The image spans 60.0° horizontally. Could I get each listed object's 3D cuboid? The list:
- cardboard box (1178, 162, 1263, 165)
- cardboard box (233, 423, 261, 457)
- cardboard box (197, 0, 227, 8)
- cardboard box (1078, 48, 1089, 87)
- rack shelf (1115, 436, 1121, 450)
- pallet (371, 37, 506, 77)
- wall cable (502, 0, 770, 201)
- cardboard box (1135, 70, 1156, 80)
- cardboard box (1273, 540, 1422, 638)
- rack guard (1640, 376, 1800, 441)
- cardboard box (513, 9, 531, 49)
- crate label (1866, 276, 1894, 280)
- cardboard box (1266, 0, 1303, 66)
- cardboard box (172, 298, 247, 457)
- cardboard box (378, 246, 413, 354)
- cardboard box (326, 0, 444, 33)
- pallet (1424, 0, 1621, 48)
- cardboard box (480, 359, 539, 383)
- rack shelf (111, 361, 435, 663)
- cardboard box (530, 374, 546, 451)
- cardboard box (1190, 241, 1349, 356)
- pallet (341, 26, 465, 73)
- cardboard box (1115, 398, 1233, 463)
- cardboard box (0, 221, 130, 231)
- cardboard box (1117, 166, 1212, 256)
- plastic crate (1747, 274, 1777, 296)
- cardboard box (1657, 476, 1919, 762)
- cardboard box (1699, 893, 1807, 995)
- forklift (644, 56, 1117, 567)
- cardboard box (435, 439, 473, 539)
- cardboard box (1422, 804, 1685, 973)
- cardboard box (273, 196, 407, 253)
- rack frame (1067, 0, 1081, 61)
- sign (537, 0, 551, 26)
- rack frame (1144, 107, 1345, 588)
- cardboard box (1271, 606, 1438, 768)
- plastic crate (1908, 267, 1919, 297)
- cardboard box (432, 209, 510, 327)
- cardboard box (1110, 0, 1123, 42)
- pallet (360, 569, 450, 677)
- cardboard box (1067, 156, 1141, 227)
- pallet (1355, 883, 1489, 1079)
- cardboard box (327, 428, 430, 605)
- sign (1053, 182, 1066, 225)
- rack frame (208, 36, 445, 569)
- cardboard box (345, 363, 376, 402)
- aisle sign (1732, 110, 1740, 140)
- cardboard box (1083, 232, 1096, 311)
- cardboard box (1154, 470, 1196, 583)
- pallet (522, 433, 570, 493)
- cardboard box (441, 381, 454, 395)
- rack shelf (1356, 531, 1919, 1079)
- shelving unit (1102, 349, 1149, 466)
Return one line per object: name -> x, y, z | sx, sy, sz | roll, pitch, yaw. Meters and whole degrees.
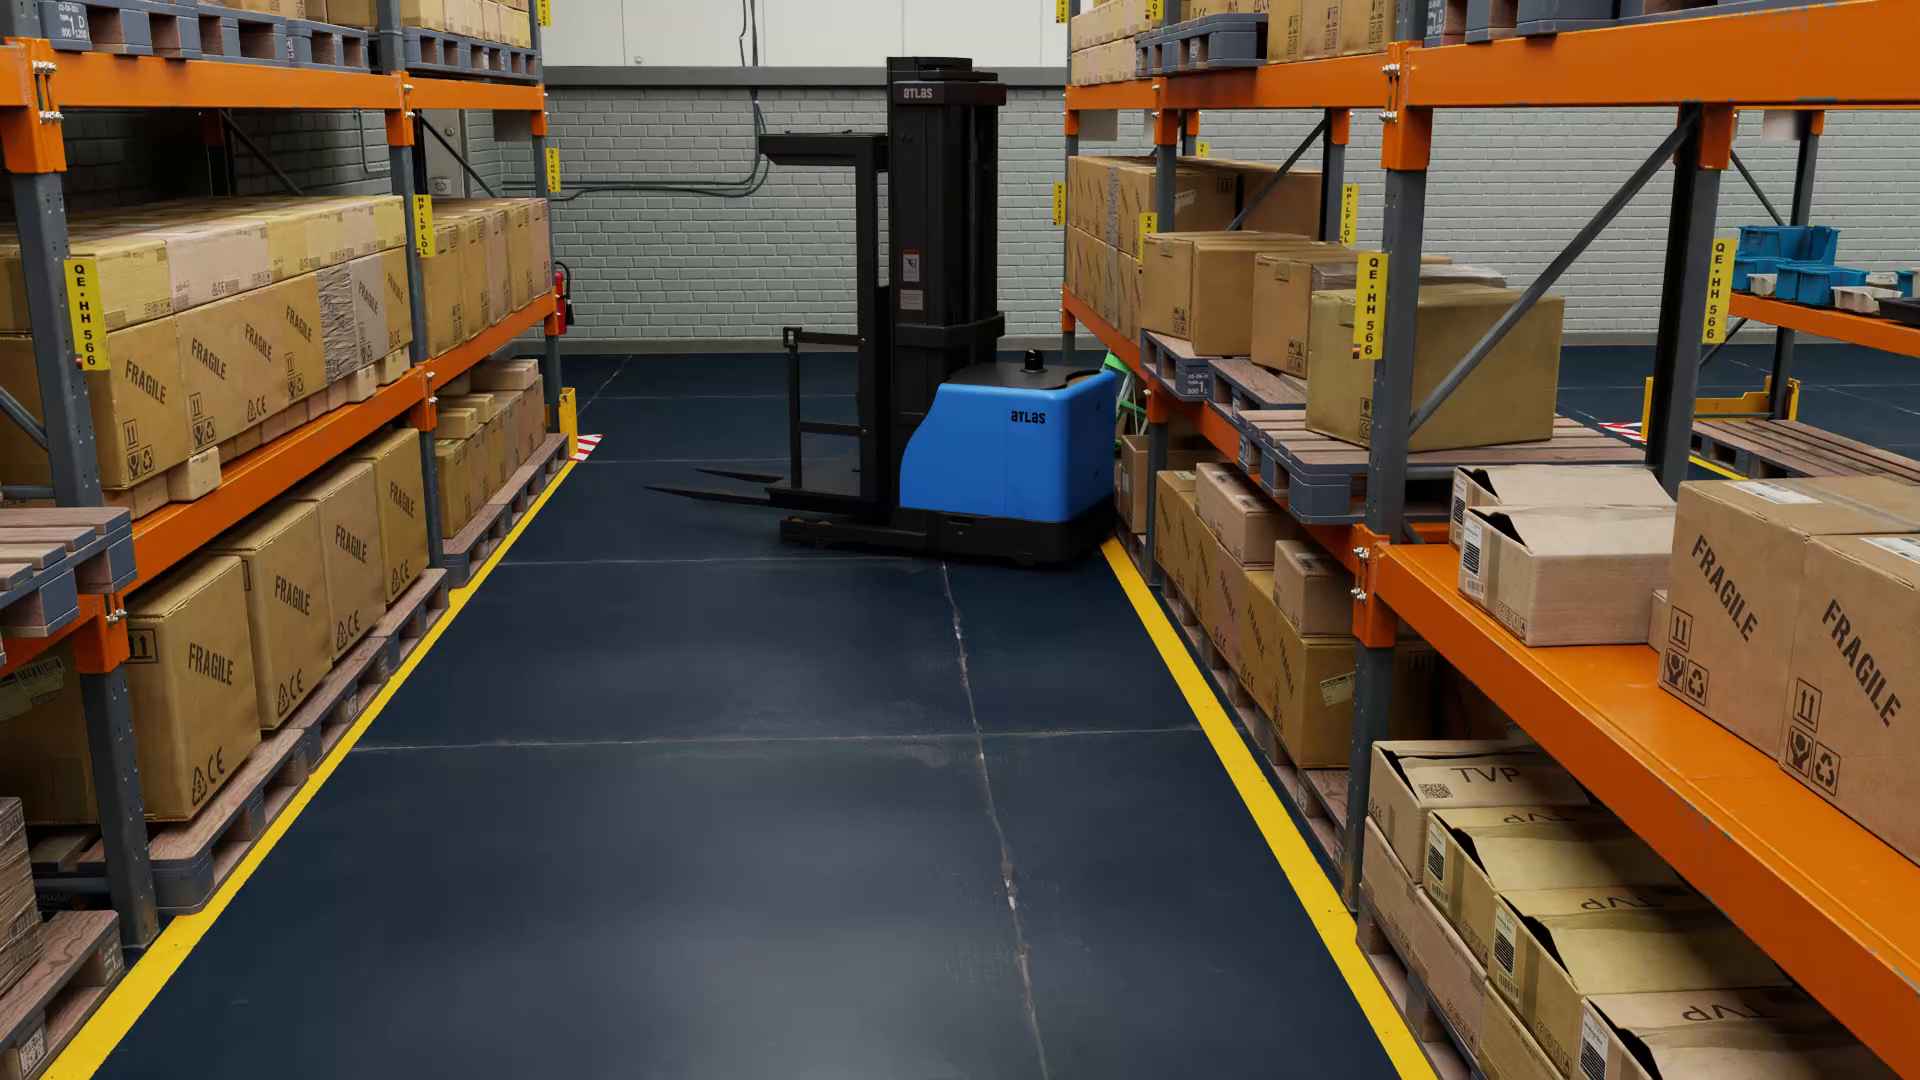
cardboard box -> 1.720, -2.243, 11.017 | 0.500, 0.500, 0.500 | 0, 14, -2
cardboard box -> -3.028, -0.425, 6.622 | 0.380, 0.149, 0.250 | -1, 14, -3
cardboard box -> -3.368, -2.357, 6.565 | 0.700, 0.500, 0.500 | -1, 14, -3
cardboard box -> 1.114, -3.323, 11.702 | 0.500, 0.250, 0.500 | -1, 14, -3
rack shelf -> 0.929, -0.613, 10.671 | 0.258, 0.148, 0.480 | 19, 9, -17
pallet -> -3.491, -3.043, 10.491 | 1.003, 0.211, 1.213 | -1, 14, -3
wall cable -> -3.620, -4.935, 17.880 | 3.097, 2.526, 0.112 | -1, 14, -3
cardboard box -> 1.270, -2.701, 9.286 | 0.500, 0.250, 0.500 | -1, 14, -3
cardboard box -> 1.513, 0.182, 6.428 | 0.500, 0.250, 0.500 | 0, 14, -1
rack guard -> 6.247, -1.070, 13.681 | 1.175, 0.500, 0.348 | -1, 14, -3
cardboard box -> -3.316, -3.575, 11.640 | 0.500, 0.250, 0.500 | 0, 14, -2
crate label -> 6.538, -1.835, 12.046 | 0.396, 0.136, 0.243 | -1, 14, -3
cardboard box -> 1.689, -2.075, 6.349 | 0.910, 0.500, 0.500 | -1, 14, -3
cardboard box -> -2.929, -0.589, 5.959 | 0.500, 0.500, 0.500 | 0, 14, -2
cardboard box -> -3.098, -1.218, 8.403 | 0.500, 0.500, 0.500 | -1, 14, -4
cardboard box -> -3.158, -2.935, 9.150 | 0.500, 0.250, 0.500 | -1, 14, -4
pallet -> 1.944, -1.403, 4.319 | 1.213, 0.211, 1.003 | 0, 14, -1
cardboard box -> -3.293, -1.227, 12.147 | 0.380, 0.149, 0.250 | -1, 14, -4
rack shelf -> -3.255, -0.281, 7.042 | 1.077, 0.370, 4.000 | -1, 14, -3
cardboard box -> -3.483, -0.942, 12.341 | 0.700, 0.500, 0.500 | -1, 14, -3
cardboard box -> 1.477, -1.165, 7.990 | 0.700, 0.500, 0.500 | 1, 14, 5
pallet -> -3.419, -2.740, 9.315 | 1.003, 0.211, 1.213 | -1, 14, -3
cardboard box -> 1.444, -0.675, 11.259 | 0.797, 0.503, 0.637 | -1, 14, -3
cardboard box -> -3.475, -1.063, 6.294 | 0.500, 0.250, 0.500 | -1, 14, -5
cardboard box -> 1.241, -1.986, 10.018 | 0.500, 0.500, 0.500 | -1, 14, -5
plastic crate -> 5.928, -1.860, 12.143 | 0.250, 0.136, 0.298 | -1, 14, -3
cardboard box -> 1.933, 0.159, 3.687 | 0.500, 0.500, 0.500 | -2, 15, -6
cardboard box -> 2.159, 1.028, 4.059 | 0.500, 0.311, 0.500 | -1, 14, -4
forklift -> -0.575, -1.482, 10.406 | 3.031, 2.935, 1.130 | 6, 16, 23
cardboard box -> -3.323, -0.307, 9.874 | 0.700, 0.500, 0.500 | -1, 14, -3
cardboard box -> 1.593, 0.913, 4.510 | 0.500, 0.311, 0.500 | -1, 14, -5
cardboard box -> -3.094, -1.580, 8.304 | 0.500, 0.250, 0.500 | -1, 14, -2
rack frame -> 1.317, -5.104, 12.306 | 1.000, 3.000, 0.127 | -1, 14, -3
sign -> -3.084, -3.970, 12.297 | 0.100, 0.325, 0.005 | -1, 14, -3
rack frame -> 1.565, -1.204, 9.187 | 1.000, 3.000, 0.127 | -1, 14, -3
cardboard box -> 1.521, 0.559, 6.467 | 0.500, 0.500, 0.500 | 0, 14, -1
plastic crate -> 6.599, -1.634, 10.975 | 0.437, 0.282, 0.530 | -1, 14, -3
cardboard box -> -3.491, -1.770, 10.782 | 0.980, 0.700, 0.700 | -2, 15, -6
cardboard box -> 1.208, -3.192, 10.190 | 0.500, 0.250, 0.500 | -1, 14, -3
pallet -> -3.256, 0.414, 8.492 | 1.003, 0.211, 1.213 | -1, 14, -3
cardboard box -> 1.082, -2.617, 12.471 | 0.500, 0.500, 0.500 | 0, 14, -2
pallet -> 1.825, 1.346, 4.870 | 1.003, 0.211, 1.213 | -1, 14, -3
cardboard box -> -3.209, -0.129, 8.481 | 0.750, 0.750, 0.750 | -1, 14, -3
sign -> 0.776, -2.610, 12.913 | 0.100, 0.325, 0.005 | -1, 14, -3
rack frame -> -3.379, -1.127, 8.886 | 1.000, 3.000, 0.127 | -1, 14, -3
cardboard box -> -2.990, -0.743, 7.857 | 0.380, 0.149, 0.250 | -1, 14, -3
aisle sign -> 5.961, -3.547, 13.074 | 0.394, 0.787, 0.004 | -1, 14, -3
cardboard box -> 1.147, -1.880, 11.612 | 0.500, 0.500, 0.500 | -1, 14, -4
cardboard box -> 1.352, -0.083, 8.961 | 0.500, 0.500, 0.500 | -2, 15, -6
pallet -> -3.499, -0.573, 12.332 | 1.003, 0.211, 1.213 | -1, 14, -3
cardboard box -> -3.610, -0.969, 11.143 | 0.380, 0.149, 0.250 | -1, 14, -3
rack shelf -> 1.937, 0.636, 3.477 | 1.077, 0.370, 4.000 | -1, 14, -3
shelving unit -> 0.952, -0.672, 10.662 | 0.258, 1.200, 0.503 | 19, 9, -17
